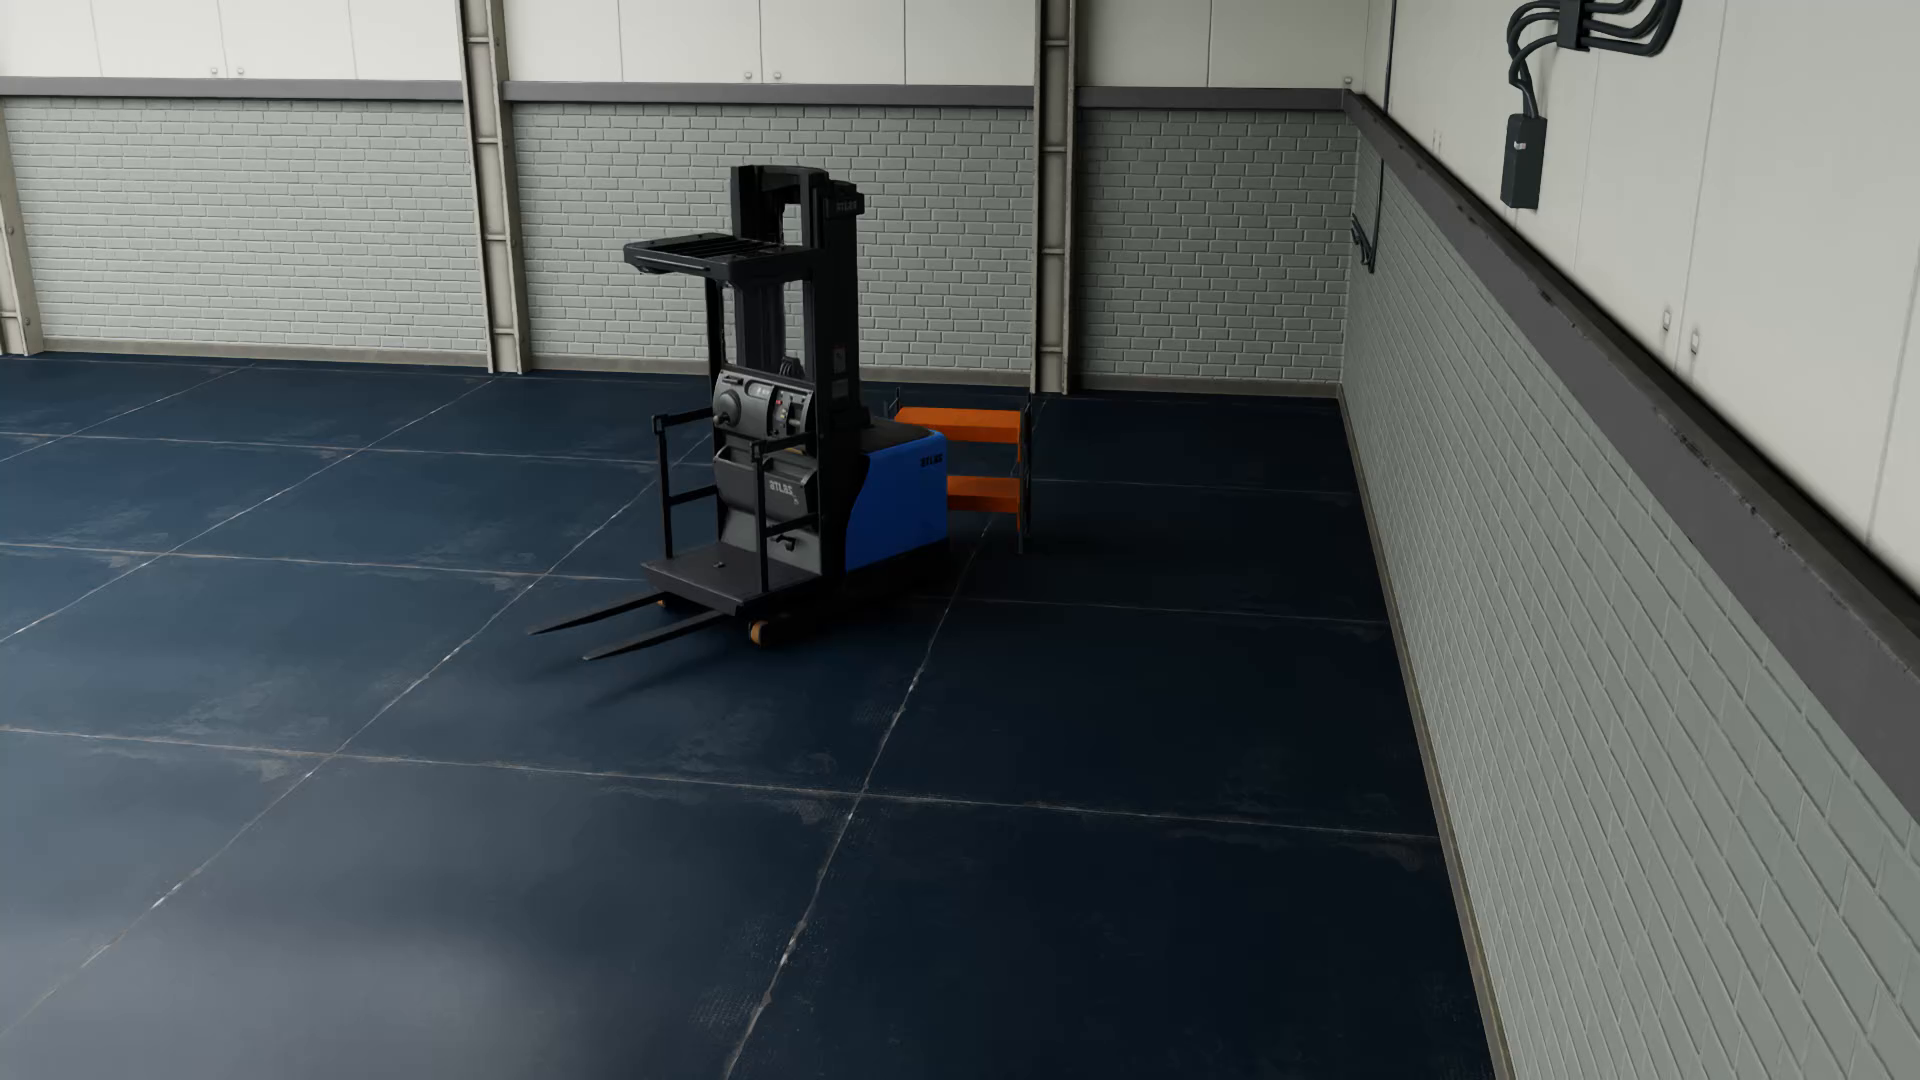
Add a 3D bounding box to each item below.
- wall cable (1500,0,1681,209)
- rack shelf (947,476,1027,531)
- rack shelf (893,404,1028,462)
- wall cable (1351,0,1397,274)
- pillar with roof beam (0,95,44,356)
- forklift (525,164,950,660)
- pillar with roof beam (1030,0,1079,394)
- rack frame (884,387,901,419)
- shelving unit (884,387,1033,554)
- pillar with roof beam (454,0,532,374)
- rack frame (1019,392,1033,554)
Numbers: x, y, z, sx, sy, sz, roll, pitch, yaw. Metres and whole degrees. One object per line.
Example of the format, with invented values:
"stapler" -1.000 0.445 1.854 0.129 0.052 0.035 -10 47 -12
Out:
"wall cable" 2.129 -3.920 4.977 0.169 6.003 2.305 3 19 9
"rack shelf" -0.007 -0.302 12.703 1.000 0.278 0.538 3 19 9
"rack shelf" -0.007 -0.811 12.533 1.000 0.278 0.538 3 19 9
"wall cable" 3.651 -3.808 14.896 0.112 2.526 3.097 3 19 9
"pillar with roof beam" -11.579 -5.098 13.858 0.400 9.000 9.100 3 19 9
"forklift" -1.445 -0.886 10.831 1.130 2.935 3.031 16 25 40
"pillar with roof beam" 0.269 -4.494 12.053 0.400 9.000 9.100 3 19 9
"rack frame" -0.509 -0.559 12.702 0.032 1.125 0.500 3 19 9
"shelving unit" -0.007 -0.534 12.626 1.048 1.125 0.538 3 19 9
"pillar with roof beam" -5.655 -4.796 12.956 0.400 9.000 9.100 3 19 9
"rack frame" 0.495 -0.508 12.549 0.032 1.125 0.500 3 19 9
